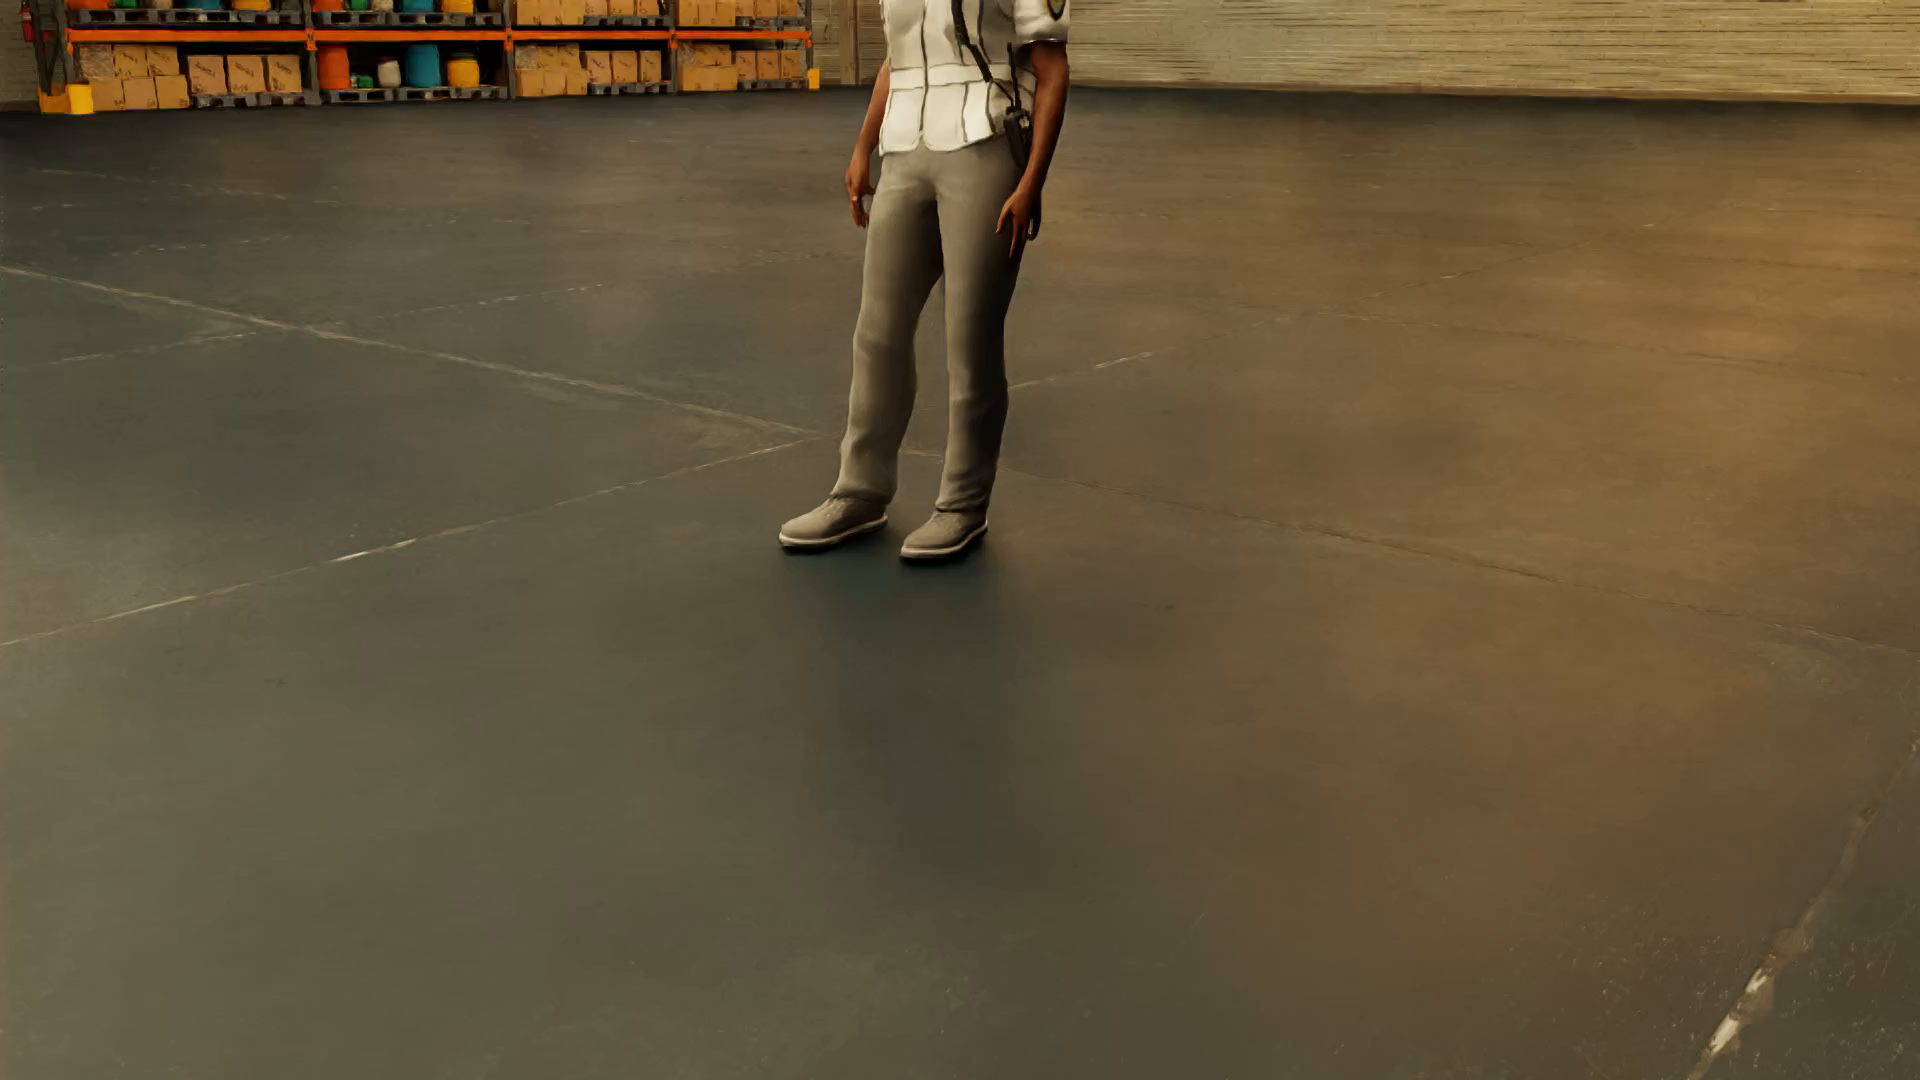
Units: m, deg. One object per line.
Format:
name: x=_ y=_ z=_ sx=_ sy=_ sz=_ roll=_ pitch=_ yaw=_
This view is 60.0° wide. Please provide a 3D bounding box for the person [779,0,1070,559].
person: x=-0.063 y=-0.805 z=3.650 sx=0.570 sy=1.695 sz=0.529 roll=13 pitch=21 yaw=37
